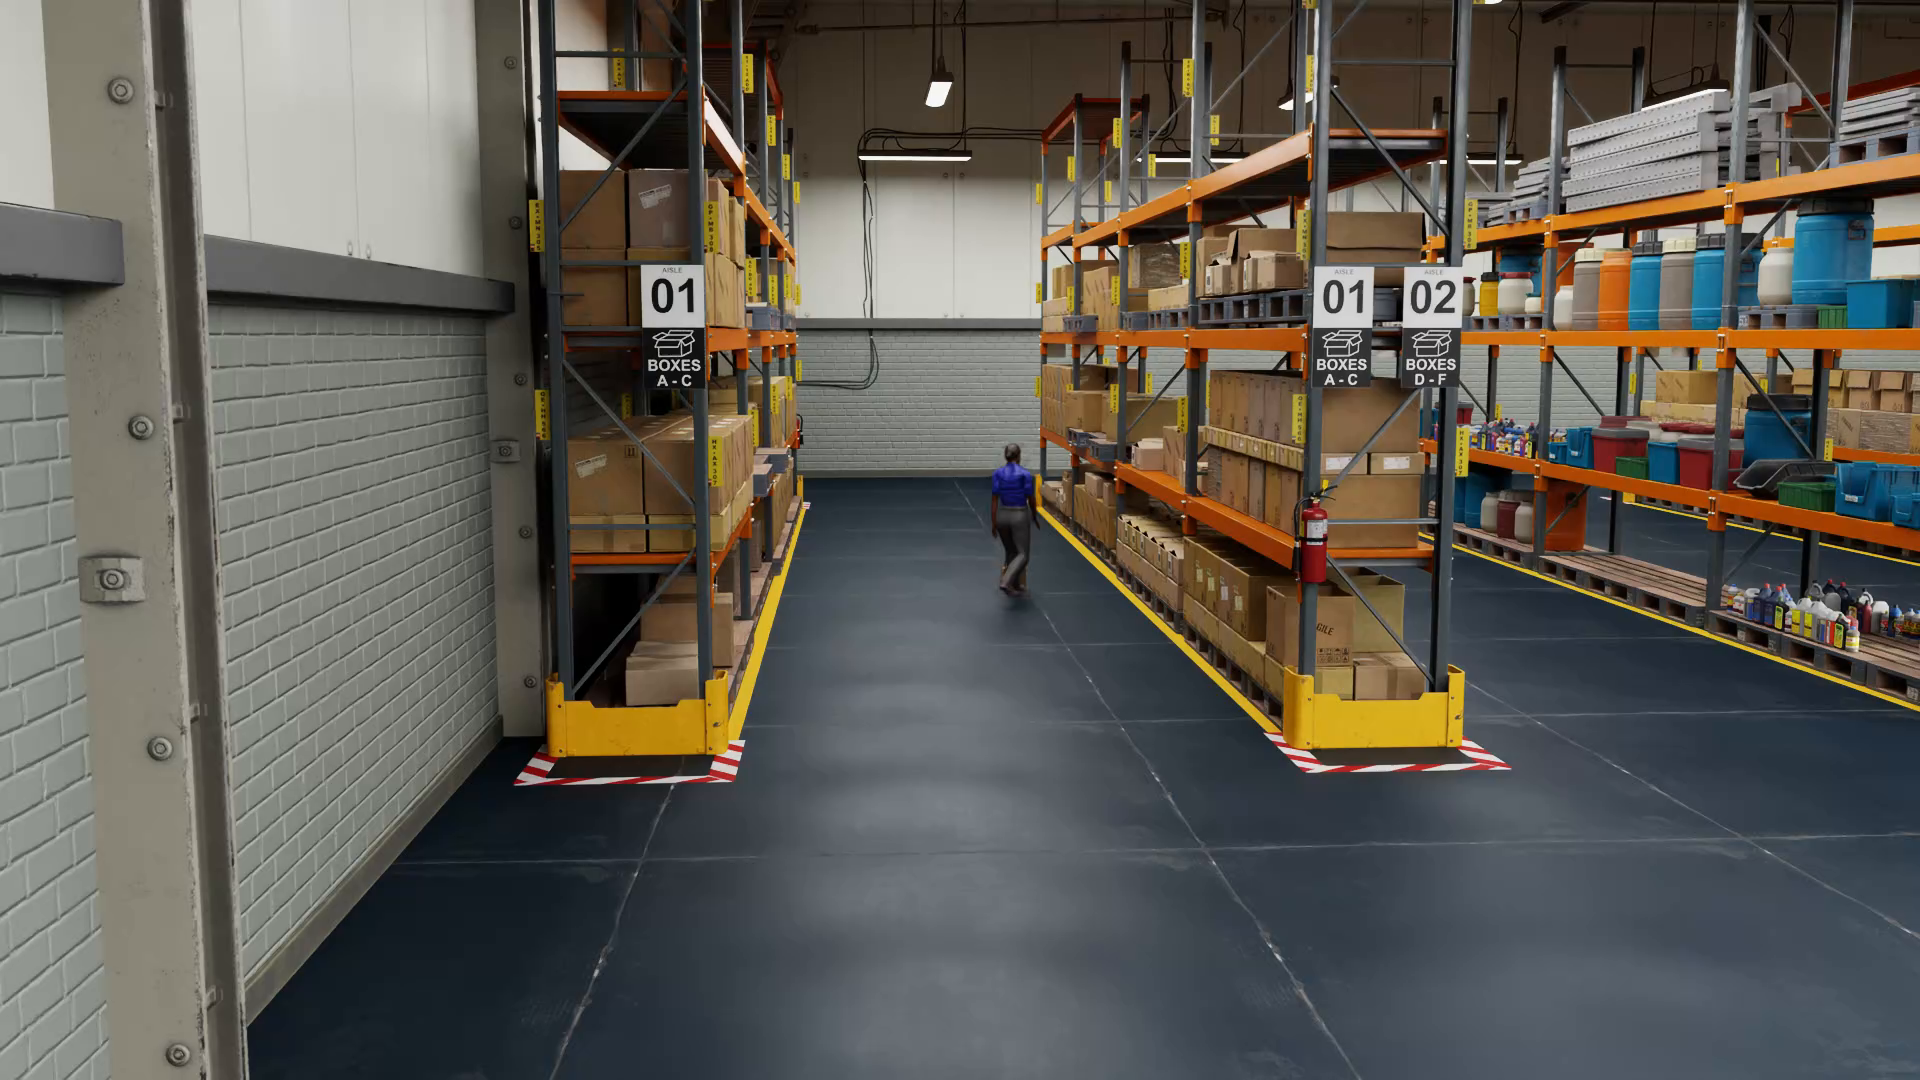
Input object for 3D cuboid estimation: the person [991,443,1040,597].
[{"bbox_3d":[0.552,-0.194,17.314,0.448,1.620,0.904,4,8,27],"label":"person"}]
